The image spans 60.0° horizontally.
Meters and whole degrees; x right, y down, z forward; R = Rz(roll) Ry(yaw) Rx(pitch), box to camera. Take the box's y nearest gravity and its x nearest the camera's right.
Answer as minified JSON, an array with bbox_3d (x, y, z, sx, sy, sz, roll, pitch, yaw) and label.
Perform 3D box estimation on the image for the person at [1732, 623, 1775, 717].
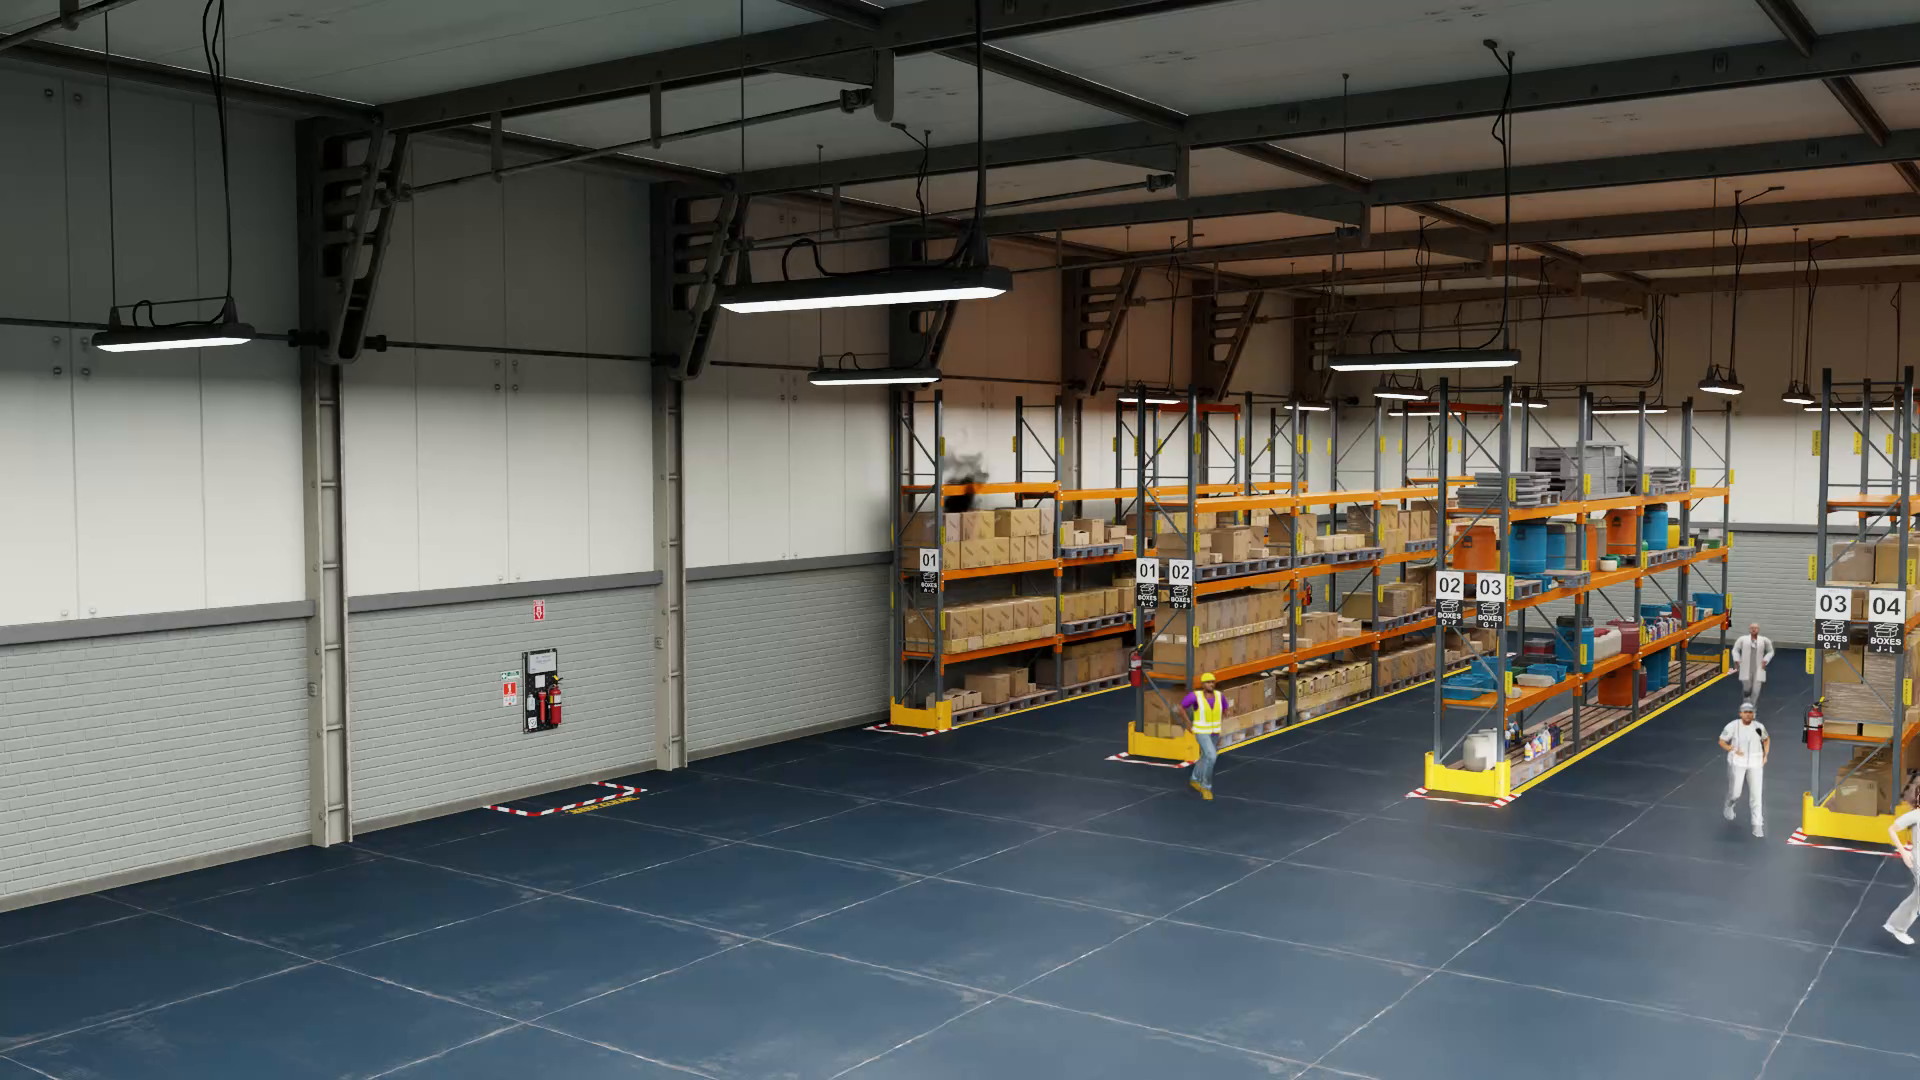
[{"bbox_3d":[14.742,2.402,30.938,0.697,1.737,0.589,1,4,24],"label":"person"}]

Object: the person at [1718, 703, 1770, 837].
[{"bbox_3d":[10.223,2.946,21.662,0.638,1.669,0.896,1,3,15],"label":"person"}]

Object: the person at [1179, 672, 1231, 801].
[{"bbox_3d":[3.546,2.799,23.774,0.661,1.835,0.765,-2,4,-27],"label":"person"}]

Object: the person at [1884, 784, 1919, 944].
[{"bbox_3d":[9.459,3.234,16.313,0.541,1.715,0.830,-2,4,-29],"label":"person"}]
